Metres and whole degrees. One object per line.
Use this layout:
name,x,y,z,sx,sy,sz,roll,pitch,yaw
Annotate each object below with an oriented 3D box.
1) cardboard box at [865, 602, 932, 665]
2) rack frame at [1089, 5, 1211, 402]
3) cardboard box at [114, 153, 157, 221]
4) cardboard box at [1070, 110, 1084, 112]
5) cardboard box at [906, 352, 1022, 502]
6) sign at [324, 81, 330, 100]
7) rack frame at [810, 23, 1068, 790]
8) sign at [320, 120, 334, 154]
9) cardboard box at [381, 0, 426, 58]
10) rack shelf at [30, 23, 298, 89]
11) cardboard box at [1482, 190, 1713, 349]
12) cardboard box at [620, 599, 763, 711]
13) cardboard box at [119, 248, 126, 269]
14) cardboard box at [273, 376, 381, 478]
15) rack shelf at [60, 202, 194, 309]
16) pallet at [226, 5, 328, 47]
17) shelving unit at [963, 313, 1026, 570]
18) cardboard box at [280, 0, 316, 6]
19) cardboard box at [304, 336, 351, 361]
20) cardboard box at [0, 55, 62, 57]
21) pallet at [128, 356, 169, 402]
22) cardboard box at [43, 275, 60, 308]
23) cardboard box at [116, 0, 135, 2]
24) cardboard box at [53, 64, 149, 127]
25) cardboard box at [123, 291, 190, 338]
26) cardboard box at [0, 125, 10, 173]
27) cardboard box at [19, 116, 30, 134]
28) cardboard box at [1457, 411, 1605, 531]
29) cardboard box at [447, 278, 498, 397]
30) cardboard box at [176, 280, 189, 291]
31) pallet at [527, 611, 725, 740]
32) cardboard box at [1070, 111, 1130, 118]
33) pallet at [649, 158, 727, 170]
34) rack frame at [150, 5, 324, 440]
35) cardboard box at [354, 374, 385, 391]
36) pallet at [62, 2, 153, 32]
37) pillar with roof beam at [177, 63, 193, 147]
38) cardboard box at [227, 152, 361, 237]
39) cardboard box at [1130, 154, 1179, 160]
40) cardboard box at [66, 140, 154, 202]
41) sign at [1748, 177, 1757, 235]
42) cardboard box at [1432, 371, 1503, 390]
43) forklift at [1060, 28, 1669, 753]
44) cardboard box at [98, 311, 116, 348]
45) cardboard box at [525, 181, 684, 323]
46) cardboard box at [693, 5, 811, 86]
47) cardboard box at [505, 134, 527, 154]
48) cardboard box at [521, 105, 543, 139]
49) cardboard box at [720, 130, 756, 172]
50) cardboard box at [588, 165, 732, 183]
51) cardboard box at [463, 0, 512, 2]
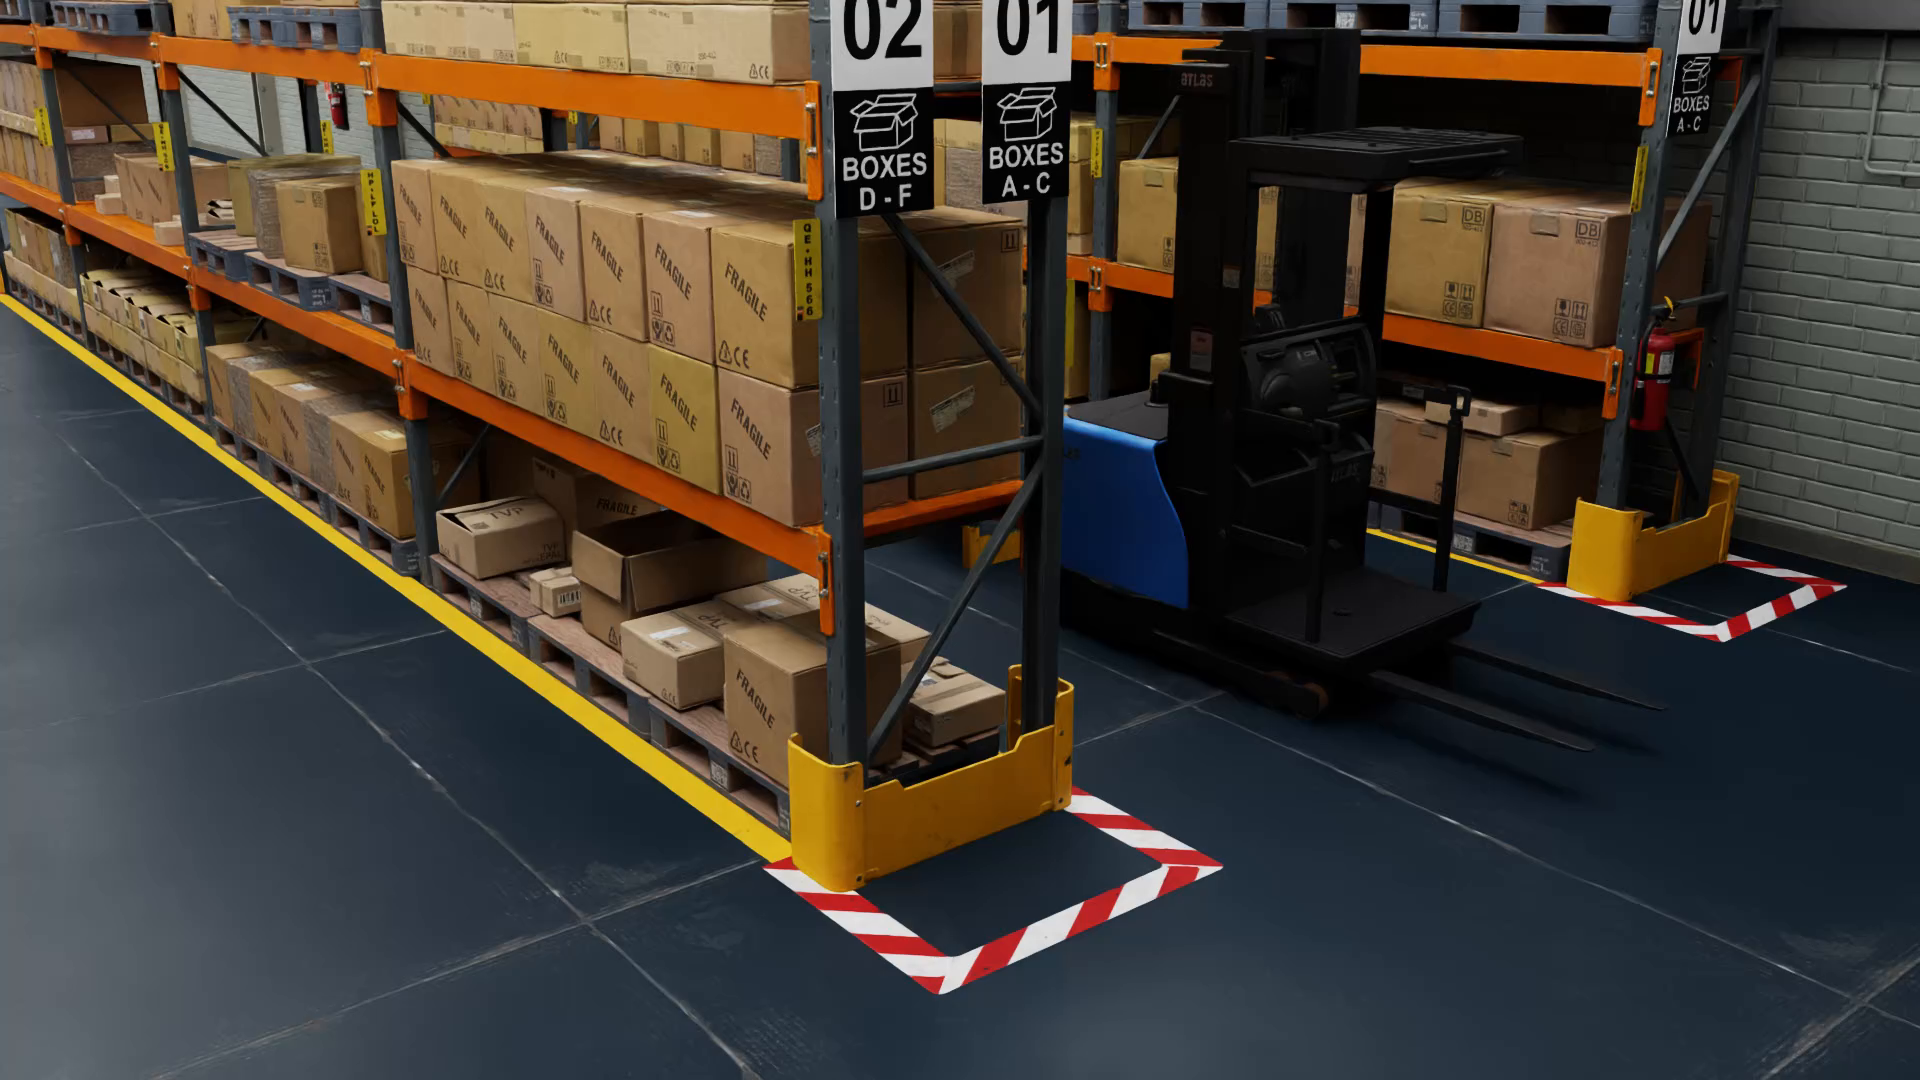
cardboard box,-0.470,0.506,7.237,0.500,0.250,0.500,-14,23,-36
rack frame,1.353,-2.231,11.830,1.000,3.000,0.127,-14,23,-36
cardboard box,-6.704,-2.960,13.871,0.500,0.500,0.500,-12,22,-32
cardboard box,0.627,-3.200,12.897,0.500,0.250,0.500,-15,23,-38
cardboard box,-0.113,-0.486,6.400,0.500,0.500,0.500,-13,23,-35
sign,-10.477,-7.453,27.542,0.001,0.329,0.234,-14,23,-36
rack frame,-0.044,-0.278,5.930,1.000,3.000,0.127,-14,23,-36
sign,-4.592,-2.870,12.041,0.100,0.325,0.005,-14,23,-36
cardboard box,-2.420,-2.448,7.951,0.500,0.250,0.500,-14,23,-36
rack shelf,-6.253,-3.825,13.014,1.077,0.370,4.000,-14,23,-36
cardboard box,3.512,-1.512,9.179,0.980,0.700,0.700,-13,22,-34
cardboard box,-1.141,0.493,7.277,0.500,0.250,0.500,-14,23,-36
cardboard box,-7.854,-2.782,16.006,0.500,0.500,0.500,-14,23,-36
cardboard box,-3.988,-0.724,10.552,0.500,0.500,0.500,-15,23,-38
rack shelf,-6.253,-2.401,13.485,1.077,0.370,4.000,-14,23,-36
pallet,-3.524,-3.028,9.762,1.213,0.211,1.003,-14,23,-36
shelving unit,-0.047,-0.731,9.683,0.587,1.500,1.083,-14,23,-36
cardboard box,-3.613,-3.449,9.747,0.600,0.600,0.600,-15,24,-38
cardboard box,-4.208,-1.430,11.492,0.500,0.250,0.500,-13,22,-34
cardboard box,-9.666,-4.753,17.223,0.700,0.500,0.500,-14,23,-36
pallet,-6.245,-1.437,13.865,1.003,0.211,1.213,-14,23,-36
cardboard box,-8.579,-2.446,16.184,0.500,0.250,0.500,-14,23,-36
cardboard box,-6.023,-4.171,12.486,0.500,0.250,0.500,-15,23,-37
cardboard box,-7.775,-4.006,14.967,0.700,0.500,0.500,-14,23,-36
cardboard box,-6.478,-1.866,13.541,0.500,0.311,0.500,-13,22,-35
cardboard box,-9.698,-4.151,17.466,0.700,0.500,0.500,-14,23,-36
cardboard box,-8.786,-3.994,15.960,0.380,0.149,0.250,-13,22,-34
cardboard box,3.324,-0.411,9.642,0.700,0.500,0.500,-14,23,-36
cardboard box,-2.104,-1.007,7.972,0.500,0.500,0.500,-13,23,-35
cardboard box,-6.383,-2.101,14.250,0.500,0.311,0.500,-14,23,-36
pallet,-1.340,0.530,7.925,1.003,0.211,1.213,-14,23,-36
cardboard box,0.942,-3.077,12.527,0.500,0.250,0.500,-14,23,-35
pallet,-2.391,-3.606,16.285,1.003,0.211,1.213,-14,23,-36
rack frame,-5.011,-2.249,11.884,1.000,3.000,0.127,-14,23,-36
cardboard box,-3.595,-0.831,10.878,0.500,0.500,0.500,-15,24,-38
pallet,-6.199,-4.008,12.725,1.003,0.211,1.213,-13,22,-34
pillar with roof beam,-19.535,-11.628,30.663,9.100,9.000,0.400,-14,23,-36
cardboard box,-4.532,-2.363,11.400,0.500,0.500,0.700,11,21,30
cardboard box,1.265,-2.592,12.255,0.500,0.500,0.500,-15,23,-38
cardboard box,-7.775,-3.391,15.171,0.700,0.500,0.500,-15,23,-38
sign,4.276,-1.801,9.027,0.100,0.325,0.005,-14,23,-36
cardboard box,3.088,-0.914,10.128,0.380,0.149,0.250,-14,23,-36
forklift,1.752,-0.765,7.510,1.130,2.935,3.031,-15,24,-39
cardboard box,-7.122,-1.855,14.399,0.500,0.250,0.500,-13,23,-35
cardboard box,-1.495,-1.234,7.067,0.500,0.500,0.500,-13,22,-34
cardboard box,-0.570,-1.706,5.709,0.500,0.250,0.500,-14,23,-36
cardboard box,-4.773,-4.444,18.718,0.500,0.250,0.500,-14,23,-36
cardboard box,-4.464,-4.675,18.223,0.500,0.500,0.500,-14,23,-36
cardboard box,-1.798,-3.720,15.465,0.700,0.500,0.500,-17,25,-41
cardboard box,-1.378,-1.462,7.756,0.500,0.500,0.500,-14,23,-36
cardboard box,-1.807,-2.437,7.122,0.500,0.250,0.500,-14,23,-36
